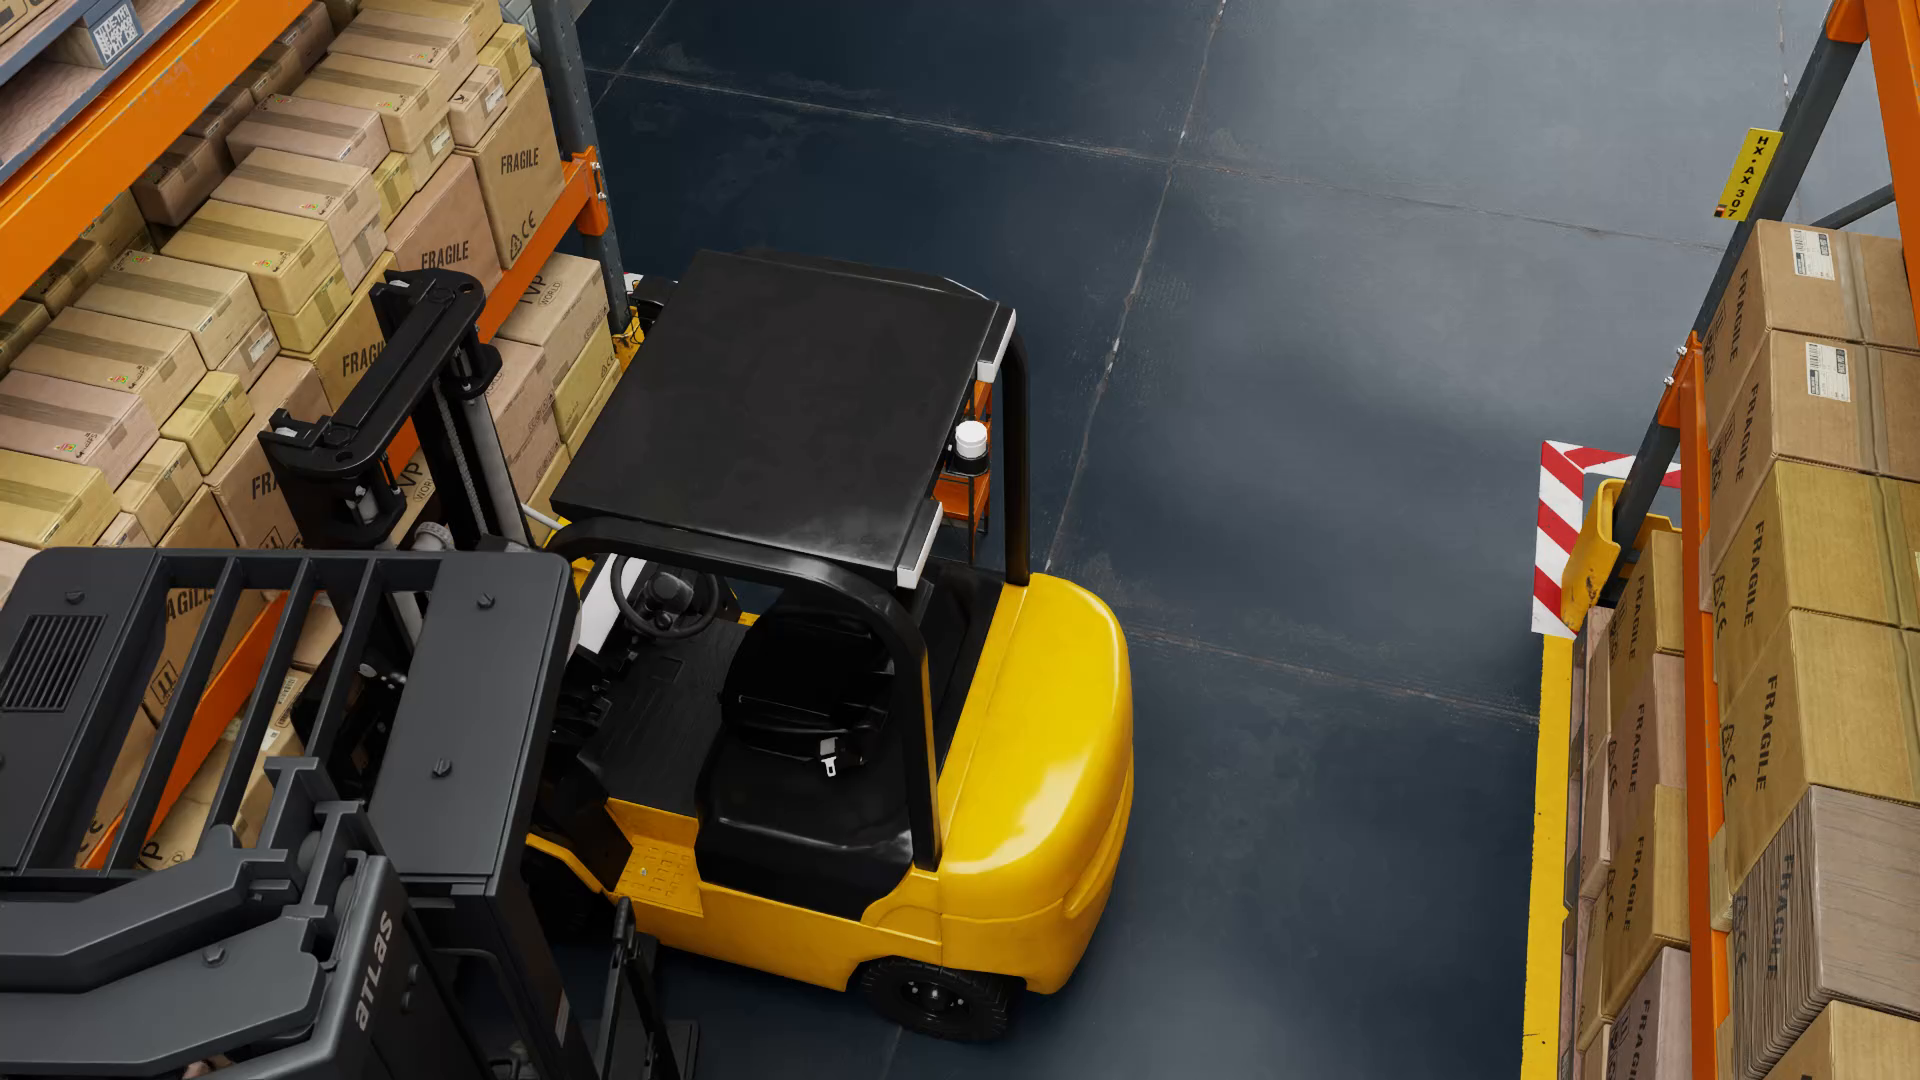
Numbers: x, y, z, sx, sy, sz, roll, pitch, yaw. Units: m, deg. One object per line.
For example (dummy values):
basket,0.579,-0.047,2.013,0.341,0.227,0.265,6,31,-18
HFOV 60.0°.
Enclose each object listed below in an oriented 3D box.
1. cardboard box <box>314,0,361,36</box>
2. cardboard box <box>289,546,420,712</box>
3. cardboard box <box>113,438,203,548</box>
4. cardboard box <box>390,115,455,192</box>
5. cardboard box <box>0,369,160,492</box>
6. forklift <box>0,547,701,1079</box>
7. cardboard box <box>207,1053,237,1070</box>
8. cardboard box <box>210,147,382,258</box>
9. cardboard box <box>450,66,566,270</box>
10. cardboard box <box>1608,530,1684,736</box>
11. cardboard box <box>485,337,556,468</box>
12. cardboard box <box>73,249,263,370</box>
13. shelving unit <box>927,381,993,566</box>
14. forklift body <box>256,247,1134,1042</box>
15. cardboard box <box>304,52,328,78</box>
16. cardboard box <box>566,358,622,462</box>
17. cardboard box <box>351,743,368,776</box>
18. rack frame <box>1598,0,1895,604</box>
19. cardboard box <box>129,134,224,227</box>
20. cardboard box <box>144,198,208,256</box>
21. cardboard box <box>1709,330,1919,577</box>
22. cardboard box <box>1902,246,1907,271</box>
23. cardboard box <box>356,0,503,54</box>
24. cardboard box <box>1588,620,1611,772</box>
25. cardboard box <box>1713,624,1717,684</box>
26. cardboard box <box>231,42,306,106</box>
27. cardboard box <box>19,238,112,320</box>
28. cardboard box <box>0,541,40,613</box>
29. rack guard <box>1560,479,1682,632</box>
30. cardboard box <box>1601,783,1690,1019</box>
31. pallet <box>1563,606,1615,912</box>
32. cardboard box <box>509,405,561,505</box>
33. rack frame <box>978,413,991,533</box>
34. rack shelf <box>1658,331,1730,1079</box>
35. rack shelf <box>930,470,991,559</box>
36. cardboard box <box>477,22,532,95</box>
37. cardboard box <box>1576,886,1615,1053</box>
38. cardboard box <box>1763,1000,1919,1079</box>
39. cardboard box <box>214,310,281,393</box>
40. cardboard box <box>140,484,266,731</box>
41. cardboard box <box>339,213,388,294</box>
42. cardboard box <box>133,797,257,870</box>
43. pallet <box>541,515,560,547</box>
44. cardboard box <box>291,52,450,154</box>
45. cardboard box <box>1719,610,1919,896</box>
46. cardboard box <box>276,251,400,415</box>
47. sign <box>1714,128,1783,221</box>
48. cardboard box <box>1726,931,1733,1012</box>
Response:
cardboard box,-2.156,-1.840,5.594,0.380,0.149,0.250,11,49,9
cardboard box,-2.074,0.243,5.341,0.500,0.250,0.500,11,49,9
cardboard box,-2.212,-0.148,4.299,0.380,0.149,0.250,10,49,9
cardboard box,-1.848,-1.270,5.289,0.380,0.149,0.250,12,50,11
cardboard box,-2.281,-0.267,4.206,0.380,0.149,0.250,11,50,10
forklift,-1.323,1.041,3.796,1.130,2.935,3.031,1,49,1
cardboard box,-2.349,1.315,5.061,0.500,0.250,0.500,11,49,9
cardboard box,-1.929,-0.985,4.840,0.380,0.149,0.250,13,50,11
cardboard box,-1.738,-1.320,5.766,0.500,0.500,0.500,11,49,9
cardboard box,2.443,0.352,5.412,0.500,0.500,0.500,10,49,9
cardboard box,-1.810,-0.489,5.987,0.500,0.250,0.500,12,50,11
cardboard box,-2.150,-0.629,4.526,0.380,0.149,0.250,12,50,11
shelving unit,-0.014,-0.309,6.241,0.215,1.050,0.252,12,50,10
forklift body,-0.600,0.318,4.953,2.313,2.155,1.214,12,50,10
cardboard box,-2.205,-1.557,5.543,0.380,0.149,0.250,12,50,10
cardboard box,-1.680,-0.521,6.682,0.500,0.250,0.500,12,50,10
cardboard box,-2.215,0.790,5.192,0.500,0.250,0.500,11,50,10
rack frame,2.928,-0.717,5.301,1.000,3.000,0.127,12,50,10
cardboard box,-2.438,-1.092,4.934,0.380,0.149,0.250,13,50,11
cardboard box,-2.540,-1.027,5.075,0.380,0.149,0.250,12,50,10
cardboard box,2.403,-0.186,4.567,0.500,0.500,0.500,13,50,11
cardboard box,3.004,-0.767,4.413,0.700,0.500,0.500,10,49,9
cardboard box,-1.752,-1.740,5.506,0.380,0.149,0.250,12,50,10
cardboard box,2.449,0.582,5.708,0.500,0.250,0.500,11,50,10
cardboard box,2.291,0.300,4.571,0.380,0.149,0.250,13,50,11
cardboard box,-2.313,-1.463,5.262,0.380,0.149,0.250,12,50,11
cardboard box,-2.591,-0.727,4.612,0.380,0.149,0.250,12,50,10
cardboard box,-2.337,0.122,3.863,0.380,0.149,0.250,13,50,11
rack guard,2.908,0.165,6.190,1.175,0.500,0.348,12,50,10
cardboard box,2.170,1.092,4.758,0.500,0.500,0.500,12,50,11
pallet,2.660,0.841,5.786,1.003,0.211,1.213,12,50,10
cardboard box,-1.830,-0.314,6.166,0.500,0.250,0.500,11,50,10
rack frame,0.018,-0.397,6.319,0.200,1.050,0.008,12,50,10
rack shelf,2.402,0.967,4.294,1.077,0.370,4.000,12,50,10
rack shelf,-0.014,-0.118,6.457,0.215,0.259,0.240,12,50,10
cardboard box,-1.682,-1.636,5.613,0.380,0.149,0.250,12,50,11
cardboard box,2.176,1.347,5.033,0.500,0.250,0.500,15,50,13
cardboard box,1.881,1.300,3.256,0.500,0.500,0.500,13,50,11
cardboard box,-2.149,-0.540,4.646,0.380,0.149,0.250,11,50,10
cardboard box,-2.292,0.150,4.469,0.500,0.500,0.500,11,50,10
cardboard box,-1.949,-0.890,4.954,0.380,0.149,0.250,10,49,9
cardboard box,-2.340,0.983,4.687,0.500,0.250,0.500,12,50,10
pallet,-2.022,-0.210,6.713,1.003,0.211,1.213,12,50,10
cardboard box,-1.830,-1.361,5.171,0.380,0.149,0.250,13,50,11
cardboard box,2.144,0.552,3.916,0.500,0.500,0.500,11,49,9
cardboard box,-2.018,-0.575,5.109,0.500,0.500,0.500,11,49,9
sign,2.405,-1.111,5.071,0.100,0.325,0.005,12,50,10
cardboard box,2.026,1.052,3.908,0.380,0.149,0.250,11,49,9
